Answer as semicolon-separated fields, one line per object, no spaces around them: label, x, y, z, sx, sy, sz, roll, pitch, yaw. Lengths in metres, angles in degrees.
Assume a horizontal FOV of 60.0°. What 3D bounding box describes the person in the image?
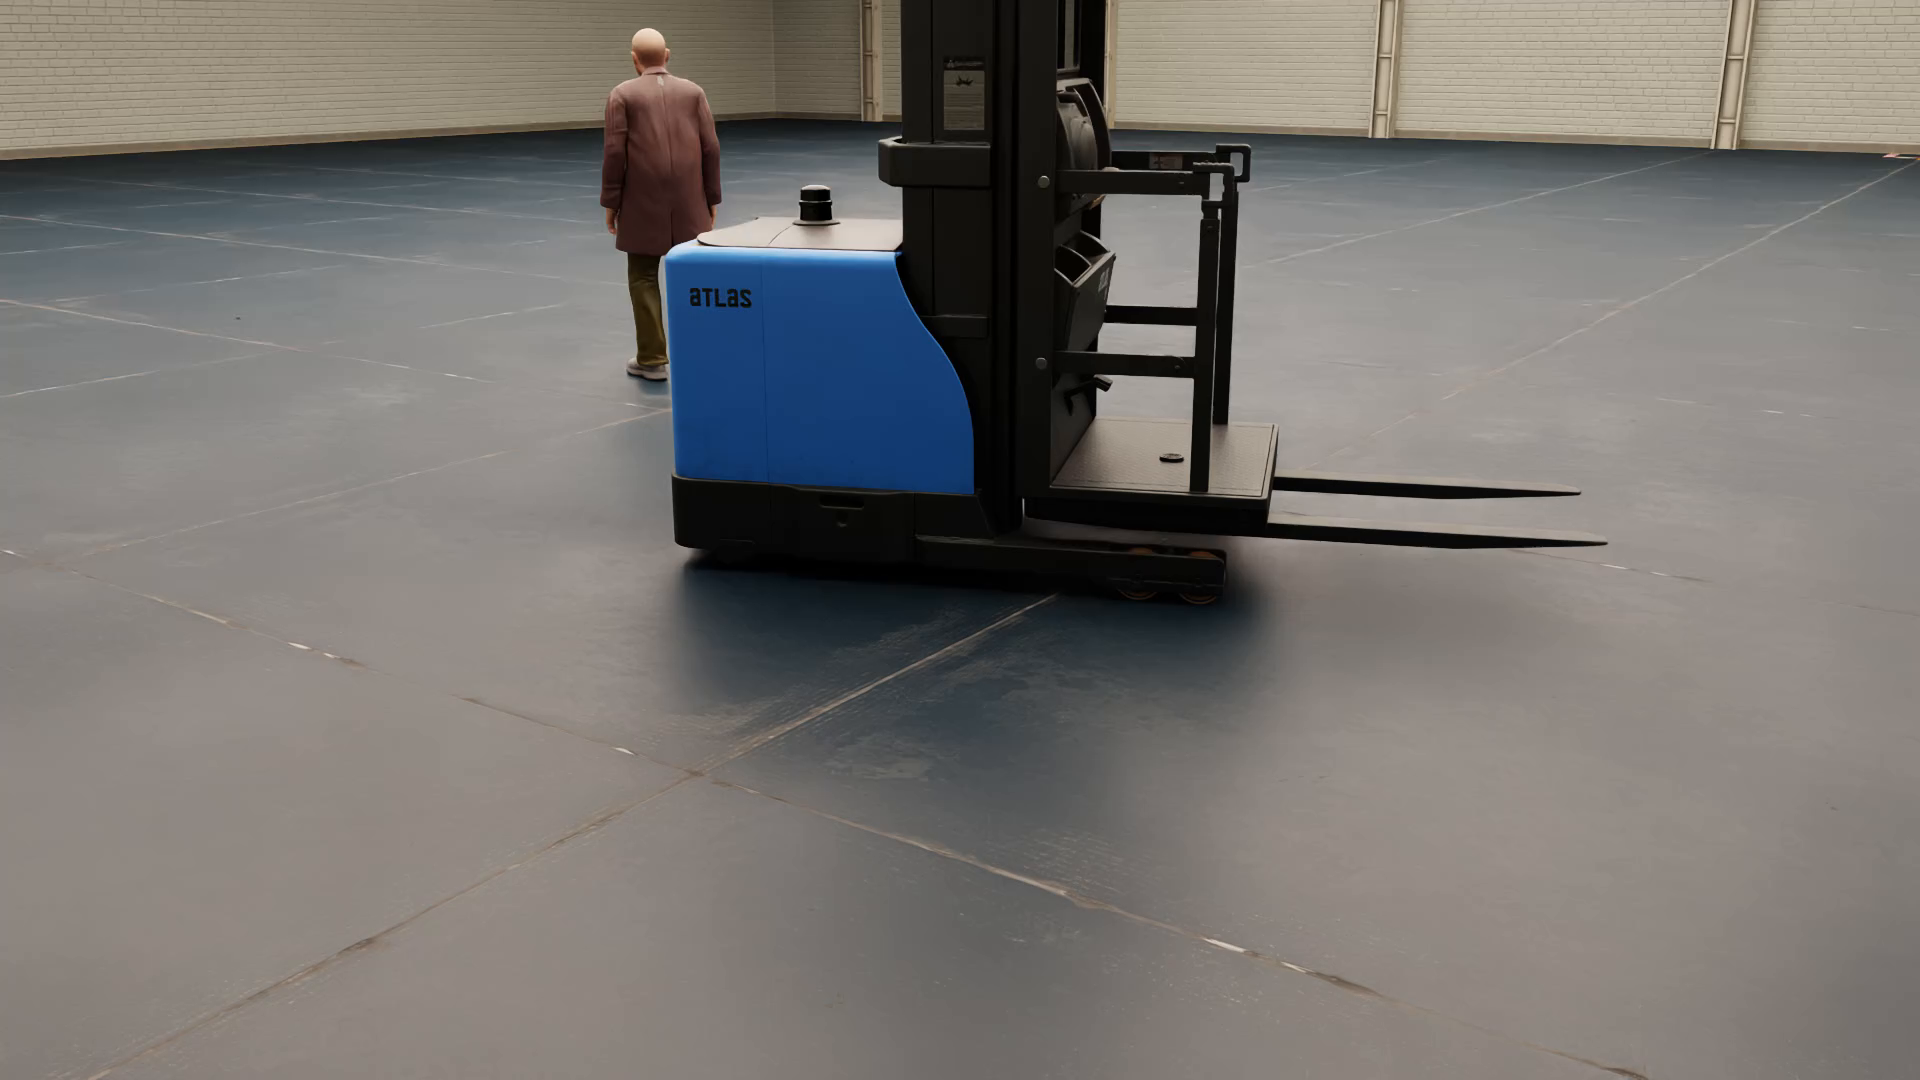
person;-1.548;-1.736;8.655;0.642;1.774;0.422;-8;18;-24

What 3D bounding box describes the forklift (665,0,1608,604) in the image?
forklift;0.595;-1.367;5.404;3.031;2.935;1.130;4;17;12
